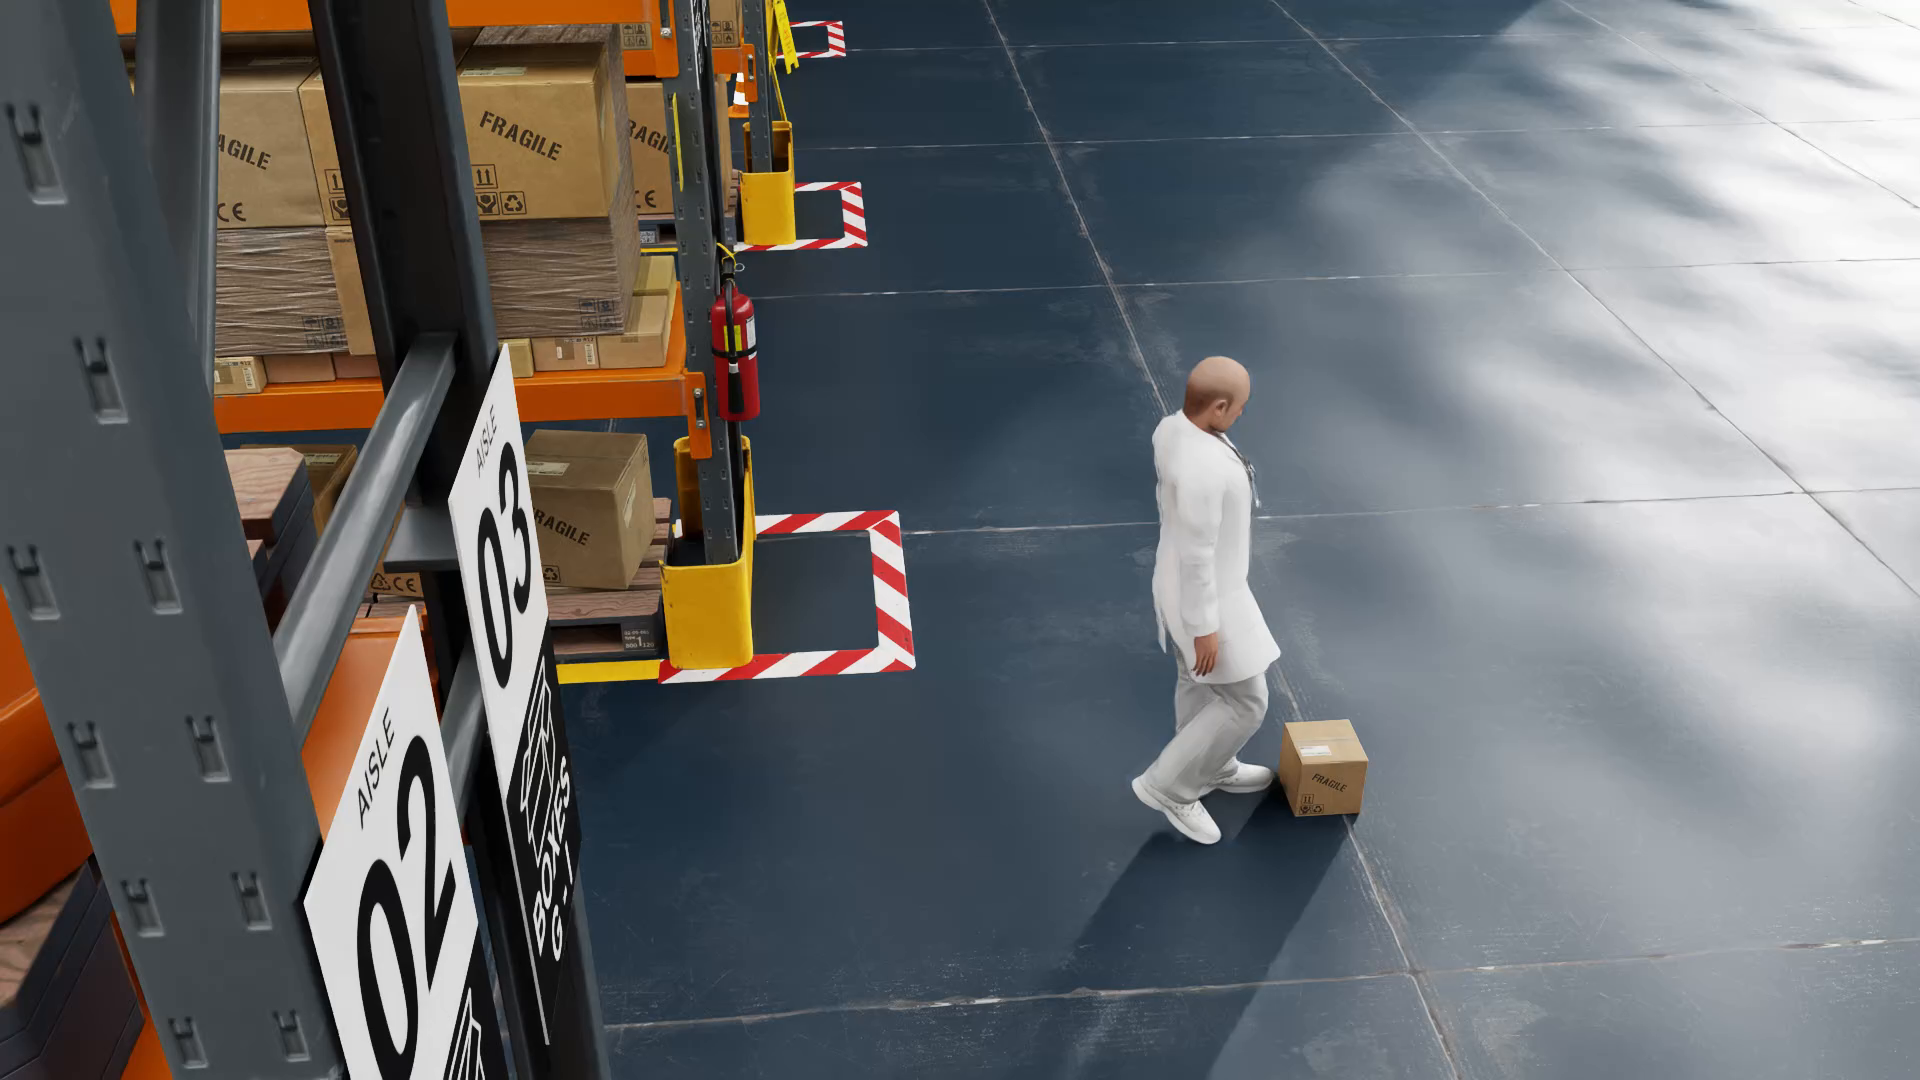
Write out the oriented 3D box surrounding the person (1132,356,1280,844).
[{"bbox_3d":[0.896,0.278,5.823,0.585,1.581,0.607,-3,31,-5],"label":"person"}]
